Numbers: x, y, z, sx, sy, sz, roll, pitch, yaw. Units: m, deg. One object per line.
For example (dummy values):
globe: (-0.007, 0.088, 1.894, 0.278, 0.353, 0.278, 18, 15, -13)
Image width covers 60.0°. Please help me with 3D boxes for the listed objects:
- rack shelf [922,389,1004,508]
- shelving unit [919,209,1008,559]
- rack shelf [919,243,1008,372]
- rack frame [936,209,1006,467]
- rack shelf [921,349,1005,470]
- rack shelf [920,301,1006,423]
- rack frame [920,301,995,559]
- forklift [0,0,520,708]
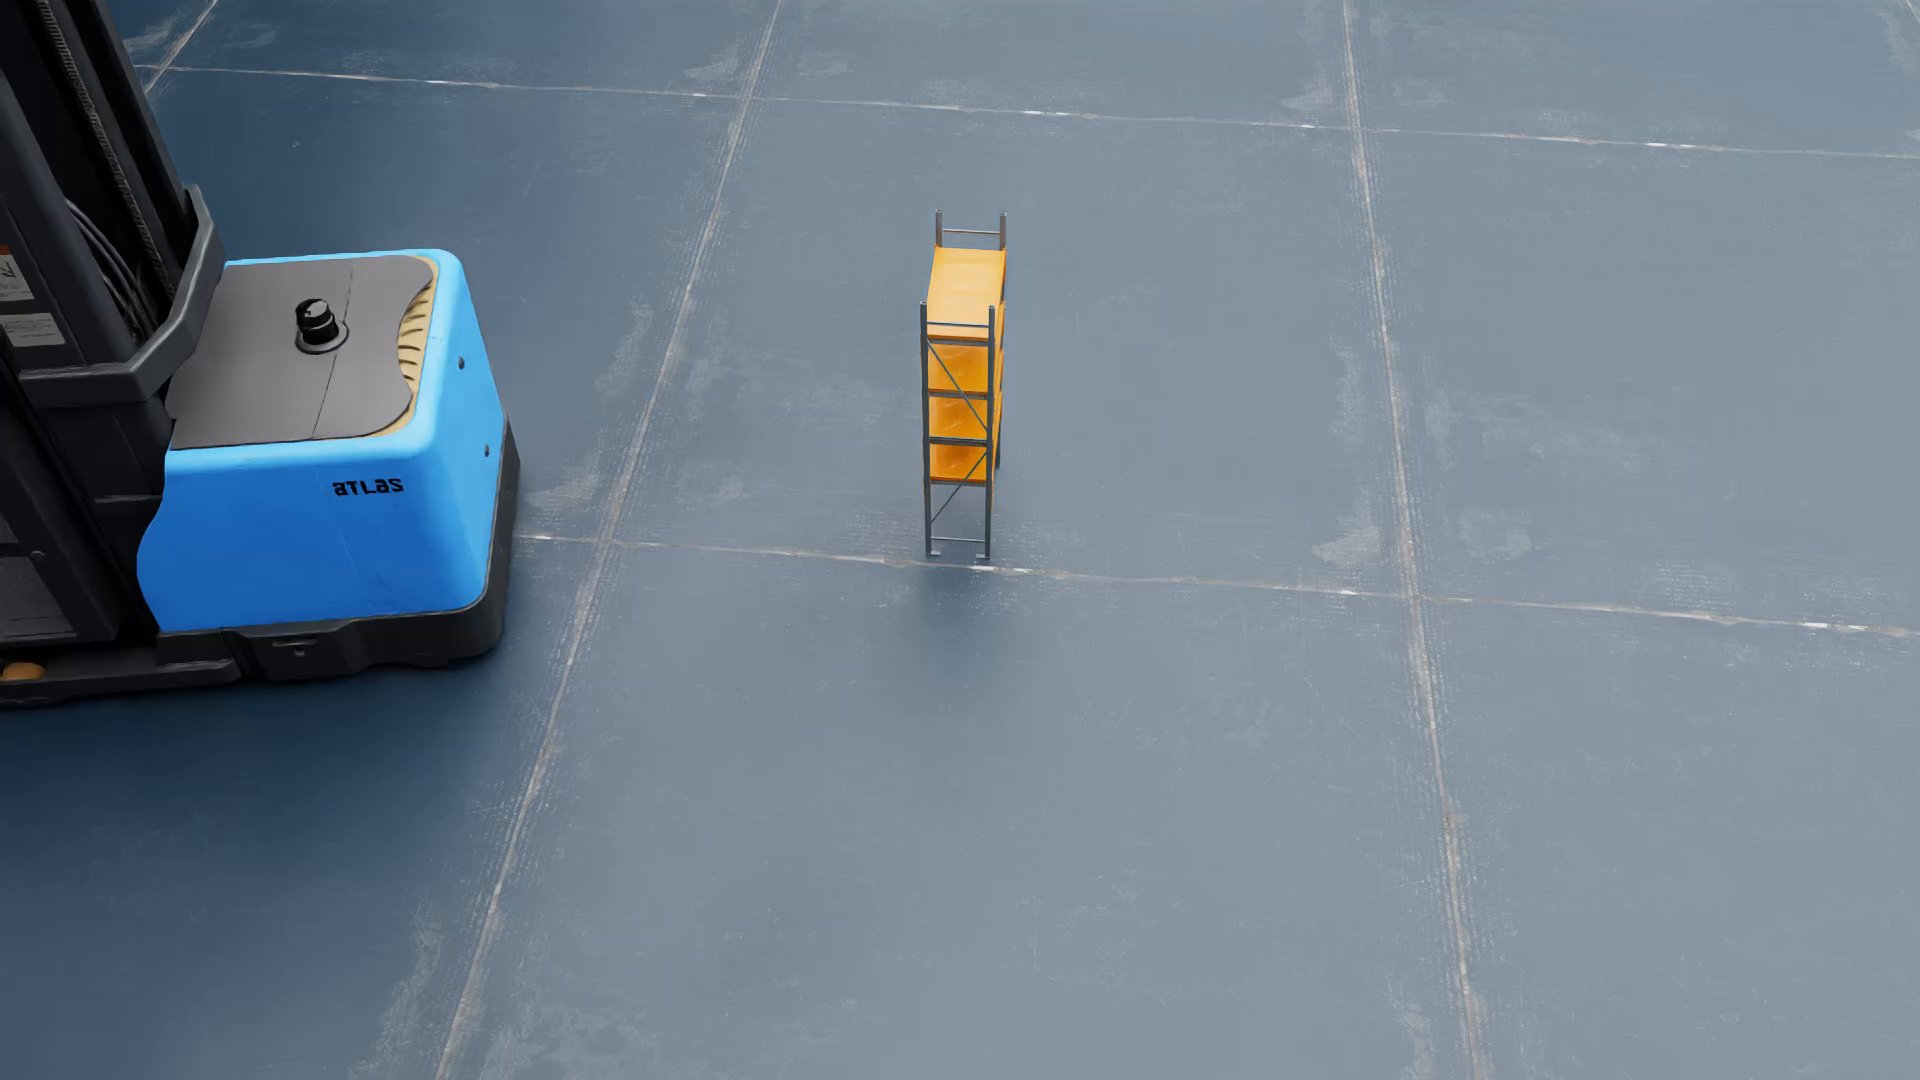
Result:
rack shelf: (0.015, -0.347, 6.115, 0.258, 0.148, 0.480, 4, 48, 4)
shelving unit: (0.015, -0.527, 5.919, 0.258, 1.200, 0.503, 4, 48, 4)
rack shelf: (0.015, -0.792, 5.629, 0.258, 0.148, 0.480, 4, 48, 4)
rack frame: (0.037, -0.706, 6.082, 0.240, 1.200, 0.015, 4, 48, 4)
rack shelf: (0.015, -0.481, 5.968, 0.258, 0.148, 0.480, 4, 48, 4)
rack shelf: (0.015, -0.632, 5.803, 0.258, 0.148, 0.480, 4, 48, 4)
rack frame: (-0.007, -0.347, 5.755, 0.240, 1.200, 0.015, 4, 48, 4)
forklift: (-3.163, -0.813, 5.007, 3.031, 2.935, 1.130, -4, 48, -4)
